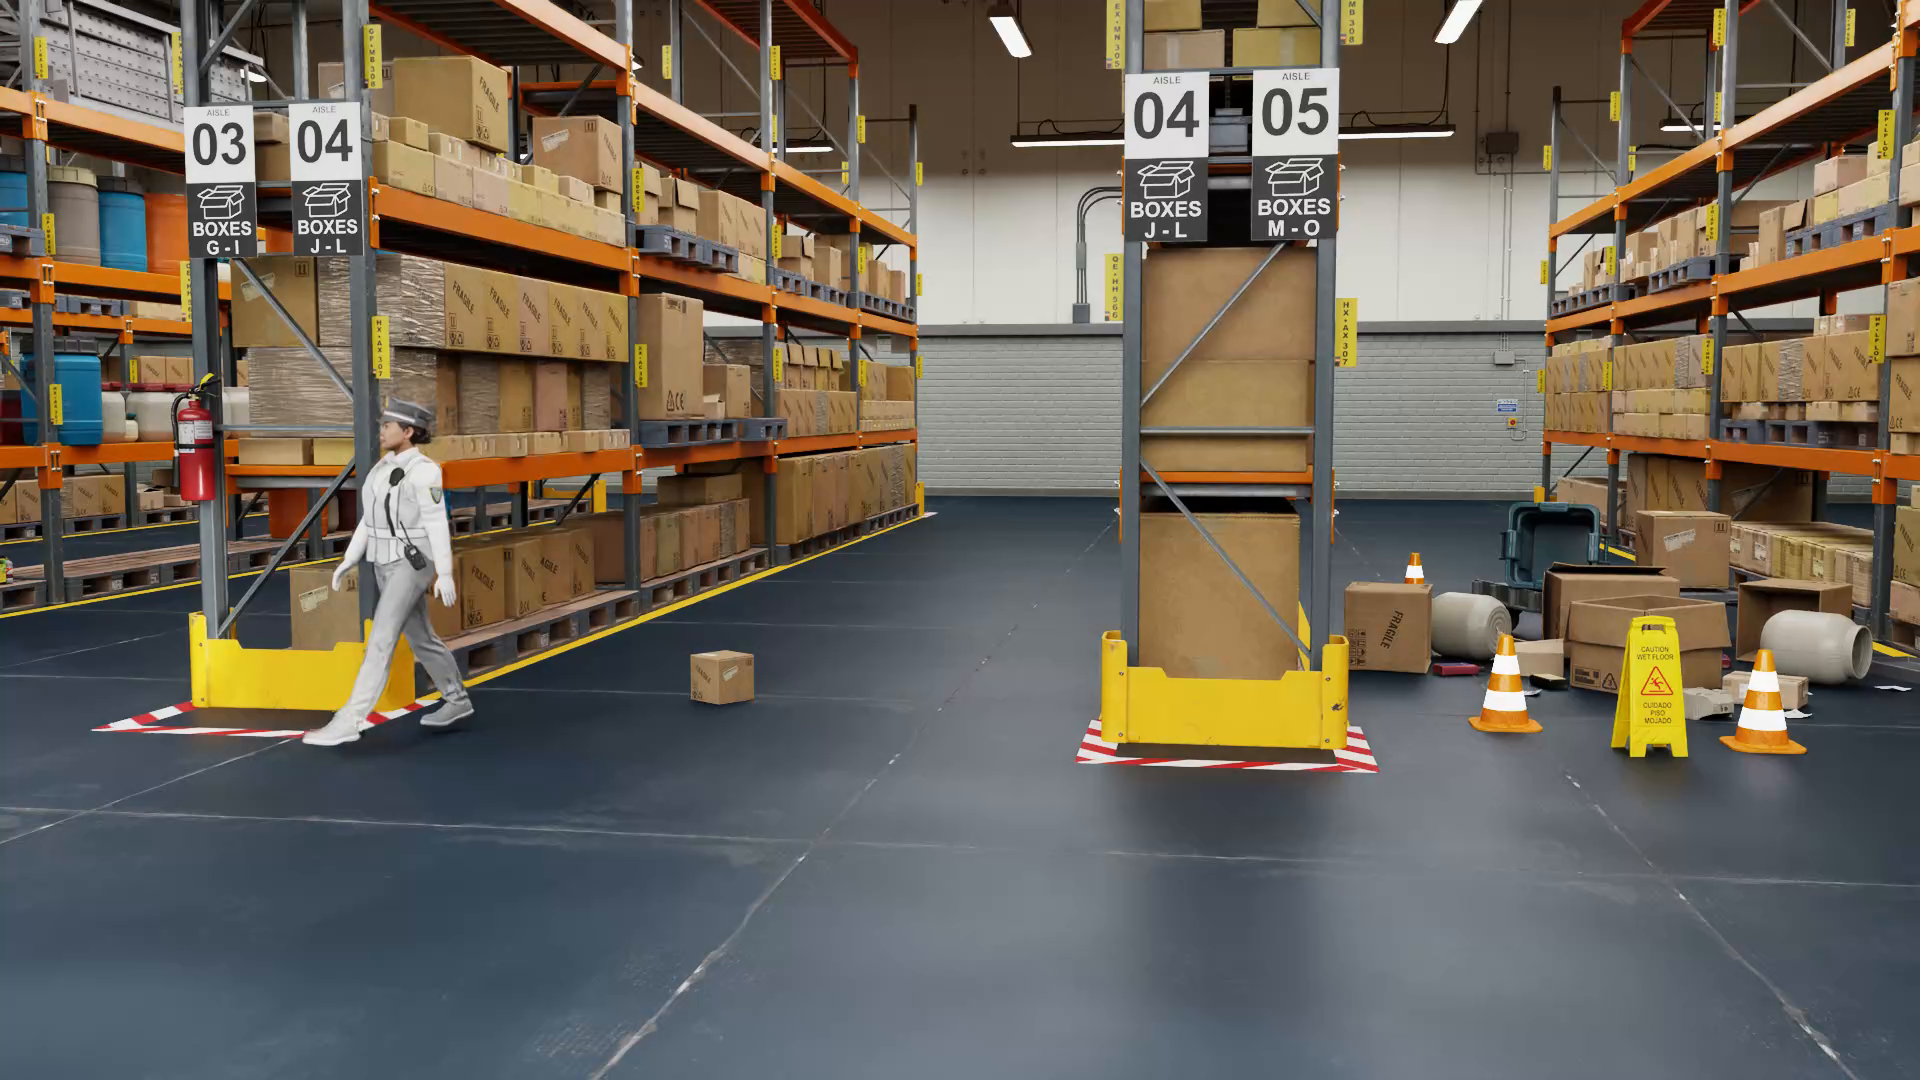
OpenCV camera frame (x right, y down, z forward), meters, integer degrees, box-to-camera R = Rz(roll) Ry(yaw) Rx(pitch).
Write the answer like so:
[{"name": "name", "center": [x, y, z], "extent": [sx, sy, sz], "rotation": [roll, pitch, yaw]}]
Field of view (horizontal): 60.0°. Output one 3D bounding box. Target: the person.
[{"name": "person", "center": [-2.777, 0.126, 7.980], "extent": [0.526, 1.637, 0.986], "rotation": [4, 6, 44]}]
